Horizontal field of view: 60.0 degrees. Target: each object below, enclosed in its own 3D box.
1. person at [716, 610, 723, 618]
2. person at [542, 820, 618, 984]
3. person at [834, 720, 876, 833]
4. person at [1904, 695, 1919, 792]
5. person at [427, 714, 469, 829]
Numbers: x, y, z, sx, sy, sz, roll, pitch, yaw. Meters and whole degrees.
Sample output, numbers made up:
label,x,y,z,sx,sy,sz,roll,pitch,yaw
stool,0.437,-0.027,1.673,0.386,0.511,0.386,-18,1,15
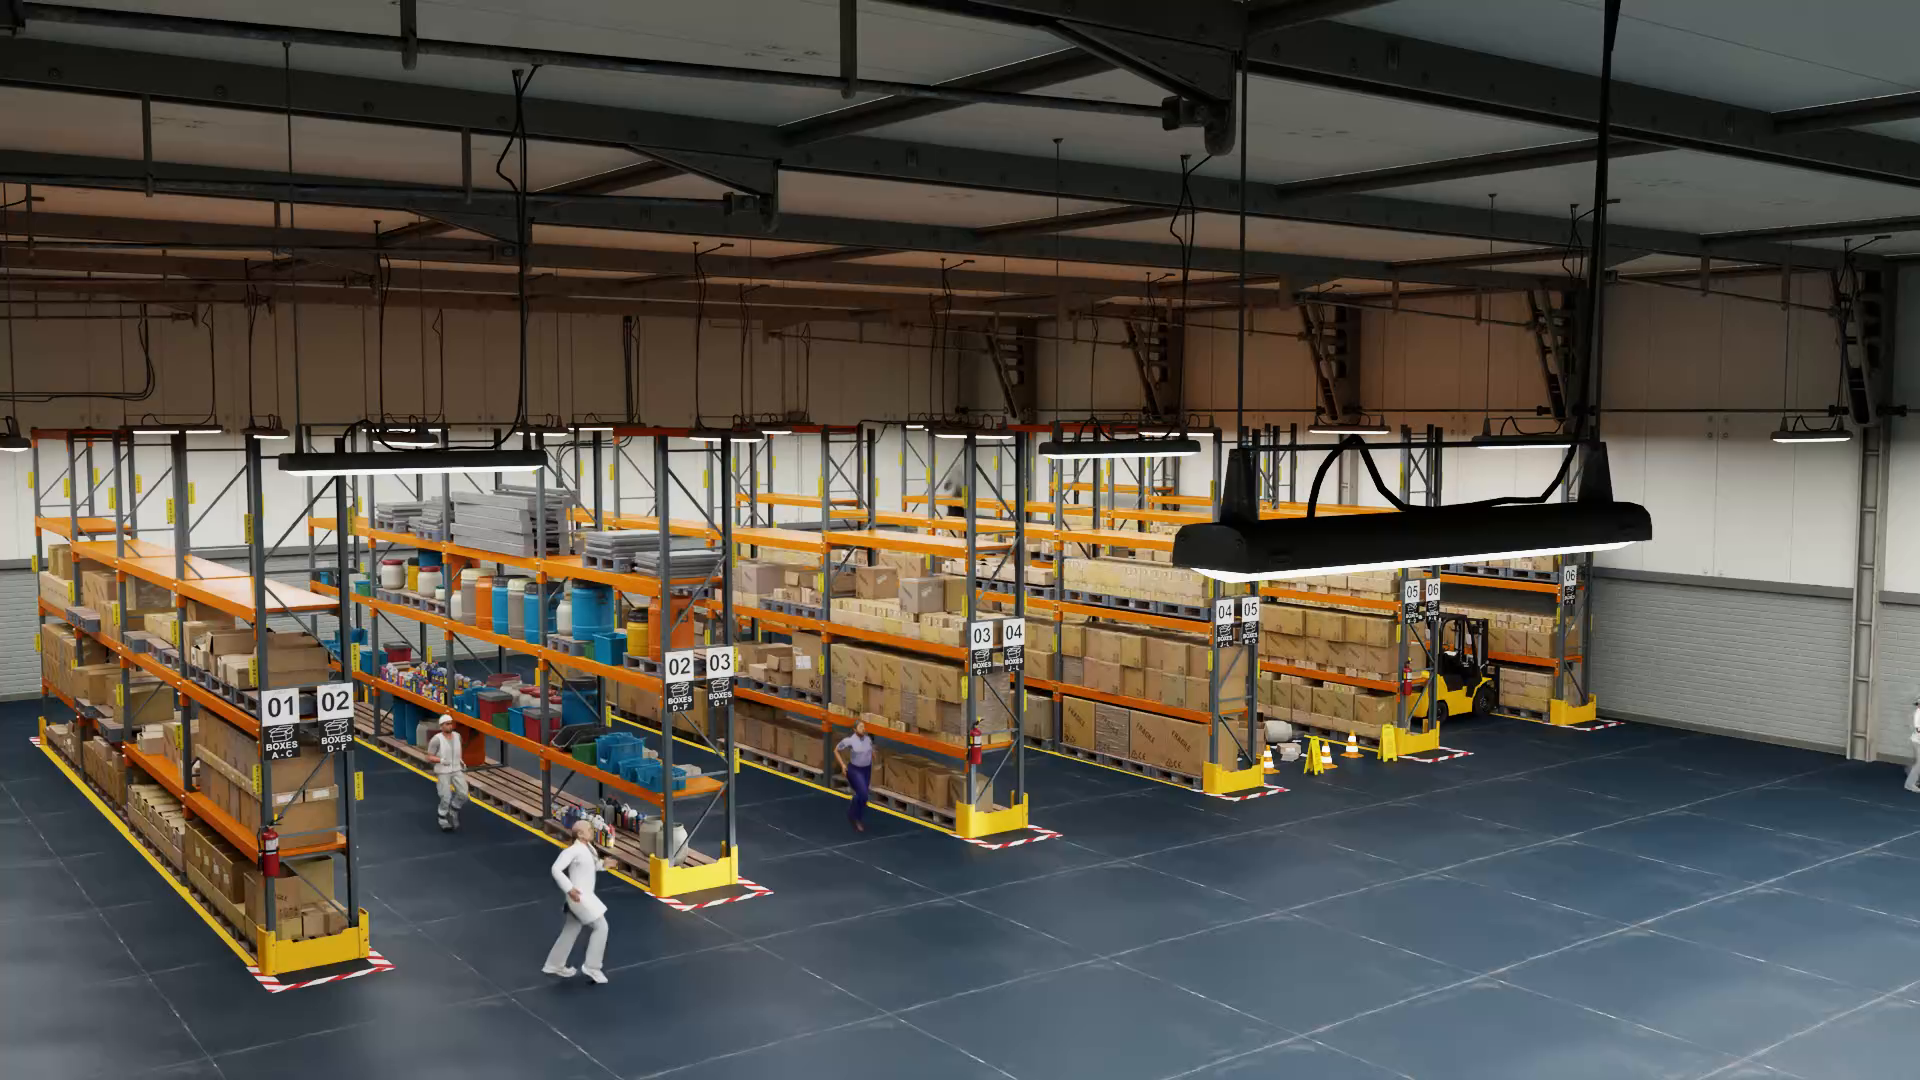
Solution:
label,x,y,z,sx,sy,sz,roll,pitch,yaw
person,-5.999,2.222,41.419,0.639,1.777,0.717,-2,5,-23
person,-4.211,4.013,18.433,0.844,1.856,0.665,-1,5,-10
person,-1.521,3.553,25.066,0.716,1.693,0.574,4,6,42
person,15.960,3.340,27.453,0.558,1.660,0.577,-4,6,-42
person,-7.623,3.489,24.903,0.628,1.753,0.632,-4,6,-43
